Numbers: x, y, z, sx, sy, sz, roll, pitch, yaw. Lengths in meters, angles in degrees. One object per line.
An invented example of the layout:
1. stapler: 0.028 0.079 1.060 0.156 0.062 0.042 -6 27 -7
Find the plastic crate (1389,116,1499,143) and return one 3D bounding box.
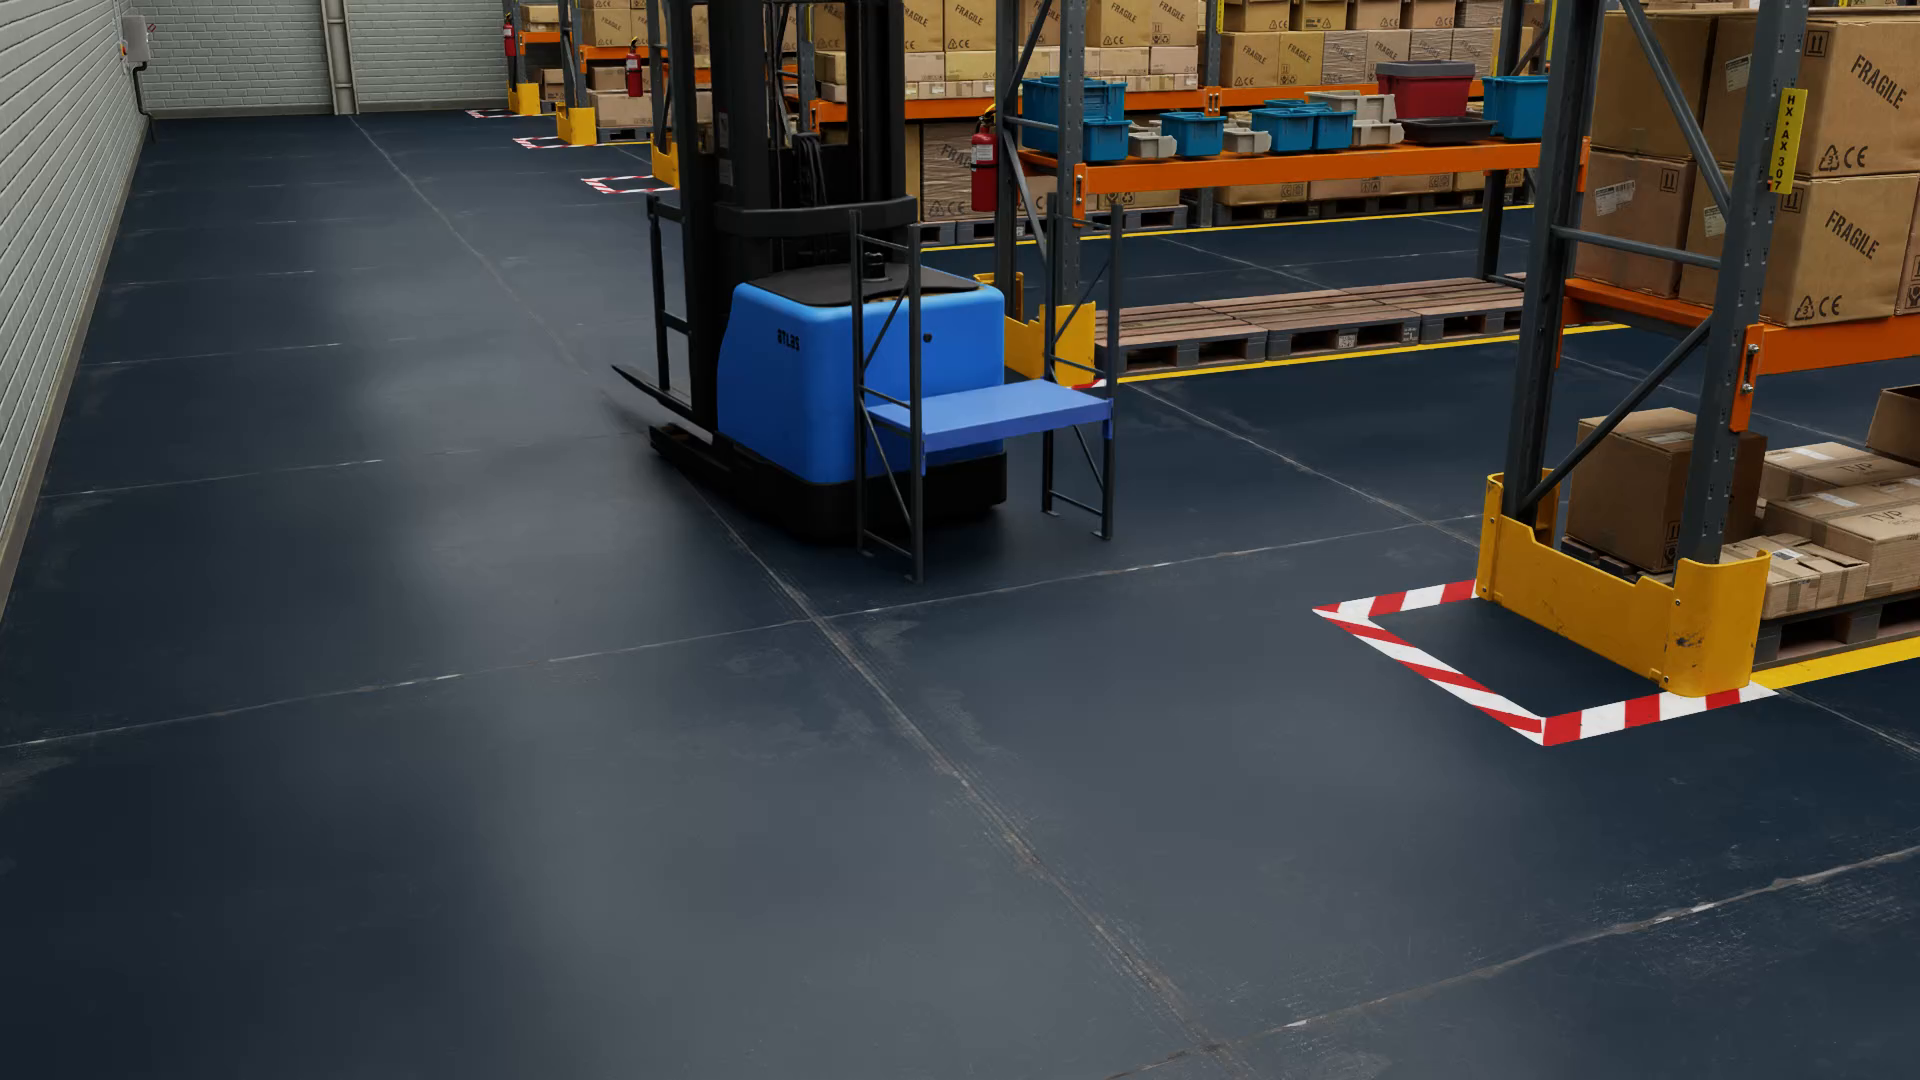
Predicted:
1. plastic crate: 3.227 -2.743 11.120 0.590 0.125 0.437 -8 21 -22

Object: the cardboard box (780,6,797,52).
1. cardboard box: -1.900 -5.885 19.121 0.500 0.500 0.500 -8 21 -21

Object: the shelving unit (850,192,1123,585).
1. shelving unit: 0.117 -0.683 7.203 1.048 1.500 0.538 -13 23 -32

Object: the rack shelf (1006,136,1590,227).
1. rack shelf: 2.312 -2.471 11.108 4.000 0.370 1.077 -8 21 -22

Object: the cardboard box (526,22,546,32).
1. cardboard box: -6.970 -8.434 27.338 0.250 0.149 0.380 -8 21 -22

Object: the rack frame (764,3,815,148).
1. rack frame: -1.486 -4.058 14.530 0.127 3.000 1.000 -8 21 -22

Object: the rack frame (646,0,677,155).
1. rack frame: -3.358 -5.584 18.864 0.127 3.000 1.000 -8 21 -22

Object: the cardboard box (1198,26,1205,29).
1. cardboard box: 3.022 -6.413 20.965 0.250 0.149 0.380 -8 21 -23

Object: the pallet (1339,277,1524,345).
1. pallet: 3.489 -1.650 11.890 1.213 0.211 1.003 -8 21 -22

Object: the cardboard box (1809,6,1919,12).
1. cardboard box: 3.672 -1.834 6.558 0.500 0.500 0.500 -8 21 -20

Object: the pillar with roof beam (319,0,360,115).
1. pillar with roof beam: -8.508 -10.030 22.459 0.400 9.000 9.100 -8 21 -22

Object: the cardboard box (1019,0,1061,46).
1. cardboard box: 0.715 -4.890 15.543 0.500 0.500 0.500 -9 21 -24

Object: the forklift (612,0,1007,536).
1. forklift: -0.977 -1.837 8.327 1.130 2.935 3.031 -11 22 -29

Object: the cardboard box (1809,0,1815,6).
1. cardboard box: 9.837 -6.439 19.188 0.500 0.500 0.500 -8 21 -22

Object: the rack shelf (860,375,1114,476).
1. rack shelf: 0.117 -0.513 7.262 1.000 0.185 0.538 -13 23 -32

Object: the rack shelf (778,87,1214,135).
1. rack shelf: 0.350 -3.982 15.397 4.000 0.370 1.077 -8 21 -22

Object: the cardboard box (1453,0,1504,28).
1. cardboard box: 5.182 -5.539 17.077 0.637 0.503 0.797 -7 21 -20

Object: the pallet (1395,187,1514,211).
1. pallet: 5.106 -3.714 17.753 1.213 0.211 1.003 -8 21 -22

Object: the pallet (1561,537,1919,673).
1. pallet: 3.236 0.164 6.740 1.213 0.211 1.003 -8 21 -22

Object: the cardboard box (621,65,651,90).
1. cardboard box: -5.456 -7.803 28.299 0.500 0.500 0.500 -8 21 -21

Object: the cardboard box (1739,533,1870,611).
1. cardboard box: 3.185 0.109 6.299 0.250 0.166 0.380 -8 21 -22

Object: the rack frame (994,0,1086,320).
1. rack frame: 0.476 -2.548 10.241 0.127 3.000 1.000 -8 21 -22

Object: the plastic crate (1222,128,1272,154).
1. plastic crate: 1.783 -2.490 10.383 0.298 0.136 0.250 -8 21 -22

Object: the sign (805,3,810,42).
1. sign: -1.272 -4.334 13.891 0.005 0.325 0.100 -8 21 -22

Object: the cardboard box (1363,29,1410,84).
1. cardboard box: 4.102 -4.817 16.537 0.500 0.500 0.500 -8 21 -21

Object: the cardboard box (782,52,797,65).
1. cardboard box: -2.003 -5.577 19.224 0.250 0.149 0.380 -8 21 -22

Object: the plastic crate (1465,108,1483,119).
1. plastic crate: 3.665 -2.960 11.719 0.243 0.136 0.396 -8 21 -22

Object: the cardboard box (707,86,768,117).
1. cardboard box: -3.179 -6.428 24.487 0.875 0.438 0.875 -9 21 -24

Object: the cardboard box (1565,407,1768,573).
1. cardboard box: 2.836 -0.212 6.708 0.500 0.500 0.500 -8 21 -22

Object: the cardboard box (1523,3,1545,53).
1. cardboard box: 6.340 -5.439 17.669 0.500 0.500 0.500 -11 22 -29

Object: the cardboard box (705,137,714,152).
1. cardboard box: -2.775 -4.568 19.192 0.250 0.149 0.380 -7 21 -20

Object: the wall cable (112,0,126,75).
1. wall cable: -10.580 -6.825 20.813 0.123 1.953 0.585 -8 21 -22

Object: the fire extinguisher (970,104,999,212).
1. fire extinguisher: 0.157 -2.454 10.653 0.183 0.674 0.296 -8 21 -22

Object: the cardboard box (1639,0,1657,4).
1. cardboard box: 9.506 -7.990 23.845 0.500 0.550 0.875 -8 21 -22

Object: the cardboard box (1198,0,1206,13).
1. cardboard box: 3.004 -6.689 20.853 0.250 0.149 0.380 -7 21 -20

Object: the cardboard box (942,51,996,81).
1. cardboard box: -0.001 -4.244 14.836 0.500 0.250 0.500 -9 21 -24

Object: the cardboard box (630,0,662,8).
1. cardboard box: -4.386 -7.645 23.063 0.500 0.500 0.500 -9 21 -23

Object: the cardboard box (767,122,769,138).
1. cardboard box: -2.255 -4.750 19.261 0.250 0.149 0.380 -8 21 -22

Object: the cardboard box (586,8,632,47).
1. cardboard box: -4.857 -7.103 23.028 0.500 0.500 0.500 -8 21 -22

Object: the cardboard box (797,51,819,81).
1. cardboard box: -1.146 -4.272 14.917 0.500 0.250 0.500 -9 21 -23

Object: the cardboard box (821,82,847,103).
1. cardboard box: -1.029 -3.886 14.419 0.250 0.149 0.380 -8 21 -21

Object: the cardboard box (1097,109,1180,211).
1. cardboard box: 1.549 -3.718 16.131 0.875 0.875 0.875 -8 21 -22

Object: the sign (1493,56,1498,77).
1. sign: 3.933 -3.372 12.166 0.005 0.325 0.100 -8 21 -22

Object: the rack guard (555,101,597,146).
1. rack guard: -5.433 -5.898 23.520 0.348 0.500 1.175 -8 21 -22

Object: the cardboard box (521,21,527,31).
1. cardboard box: -7.183 -8.600 27.809 0.250 0.149 0.380 -8 21 -23

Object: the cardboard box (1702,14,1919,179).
1. cardboard box: 2.946 -1.533 5.704 0.500 0.500 0.500 -7 21 -20

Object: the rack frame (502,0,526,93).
1. rack frame: -7.381 -8.593 27.411 0.127 3.000 1.000 -8 21 -22

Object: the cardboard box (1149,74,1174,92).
1. cardboard box: 1.800 -4.292 15.572 0.250 0.149 0.380 -8 21 -21

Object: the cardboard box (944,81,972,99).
1. cardboard box: -0.087 -4.021 14.805 0.250 0.149 0.380 -9 21 -23

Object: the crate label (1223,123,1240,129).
1. crate label: 1.671 -2.692 10.957 0.243 0.136 0.396 -8 21 -22

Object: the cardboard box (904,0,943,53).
1. cardboard box: -0.479 -4.528 14.514 0.500 0.500 0.500 -9 21 -23

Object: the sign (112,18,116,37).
1. sign: -10.617 -6.436 20.877 0.001 0.218 0.327 -8 21 -22
